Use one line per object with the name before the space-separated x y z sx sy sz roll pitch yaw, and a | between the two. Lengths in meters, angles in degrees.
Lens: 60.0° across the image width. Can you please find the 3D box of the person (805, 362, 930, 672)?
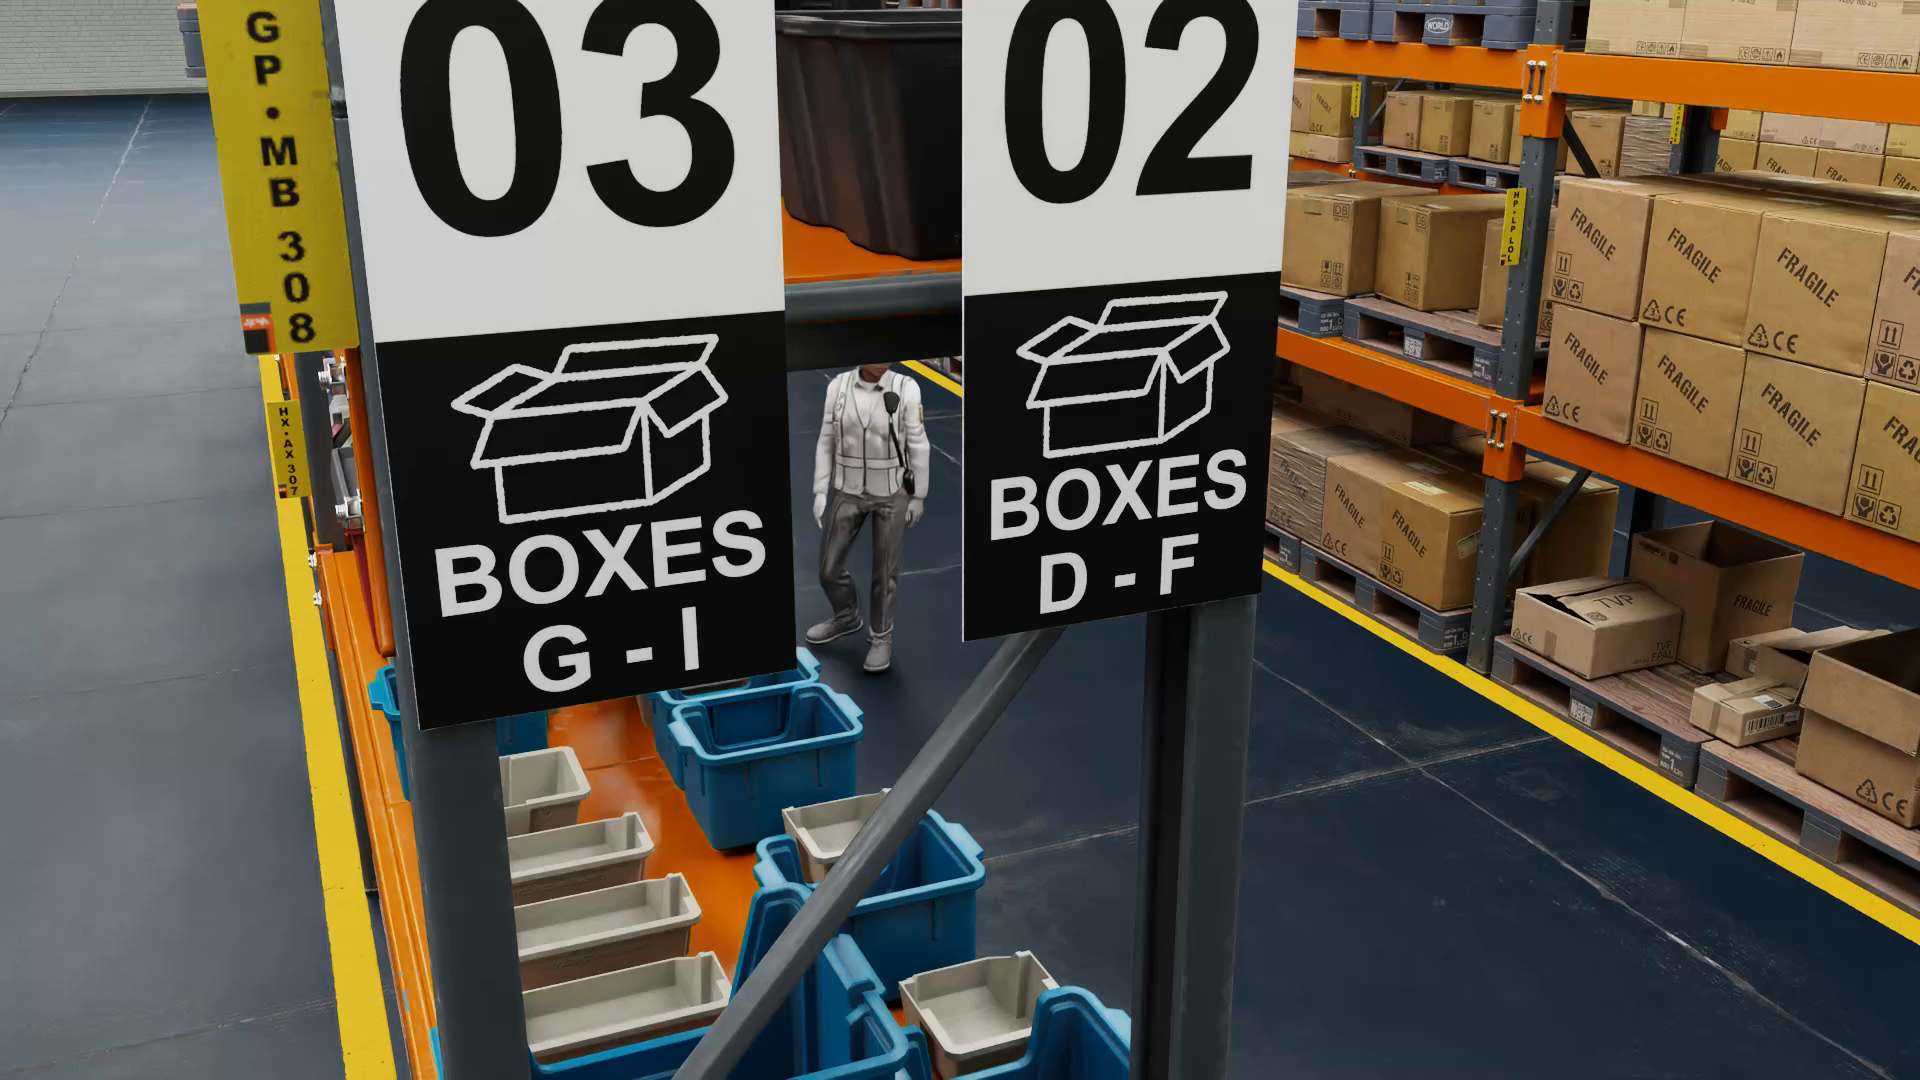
person | -0.452 -0.216 7.633 0.645 1.661 0.435 4 19 11
